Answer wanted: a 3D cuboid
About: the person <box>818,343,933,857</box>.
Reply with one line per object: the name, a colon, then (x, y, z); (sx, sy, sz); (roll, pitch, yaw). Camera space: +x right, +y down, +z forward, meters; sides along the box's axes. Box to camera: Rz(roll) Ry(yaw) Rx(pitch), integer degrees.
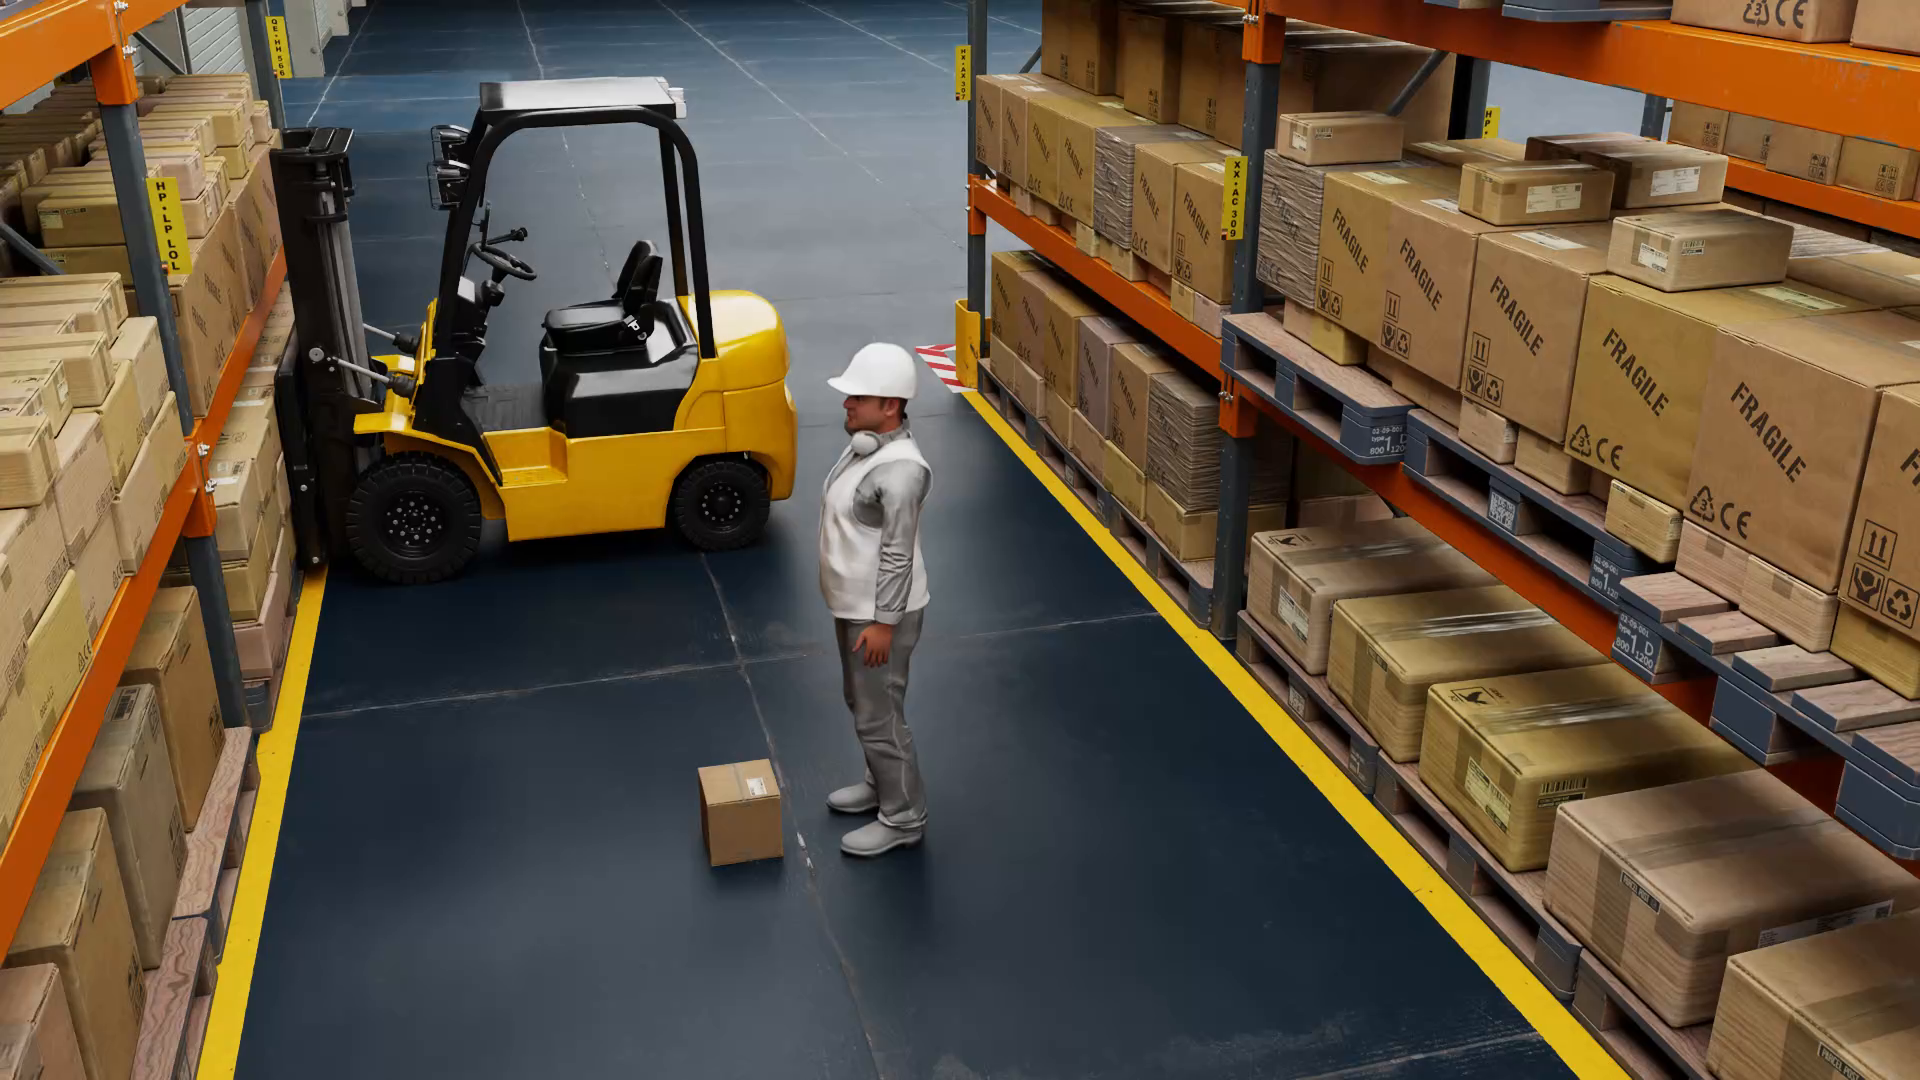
person: (-0.290, 0.201, 5.584); (0.358, 1.769, 0.531); (-6, 23, -13)
